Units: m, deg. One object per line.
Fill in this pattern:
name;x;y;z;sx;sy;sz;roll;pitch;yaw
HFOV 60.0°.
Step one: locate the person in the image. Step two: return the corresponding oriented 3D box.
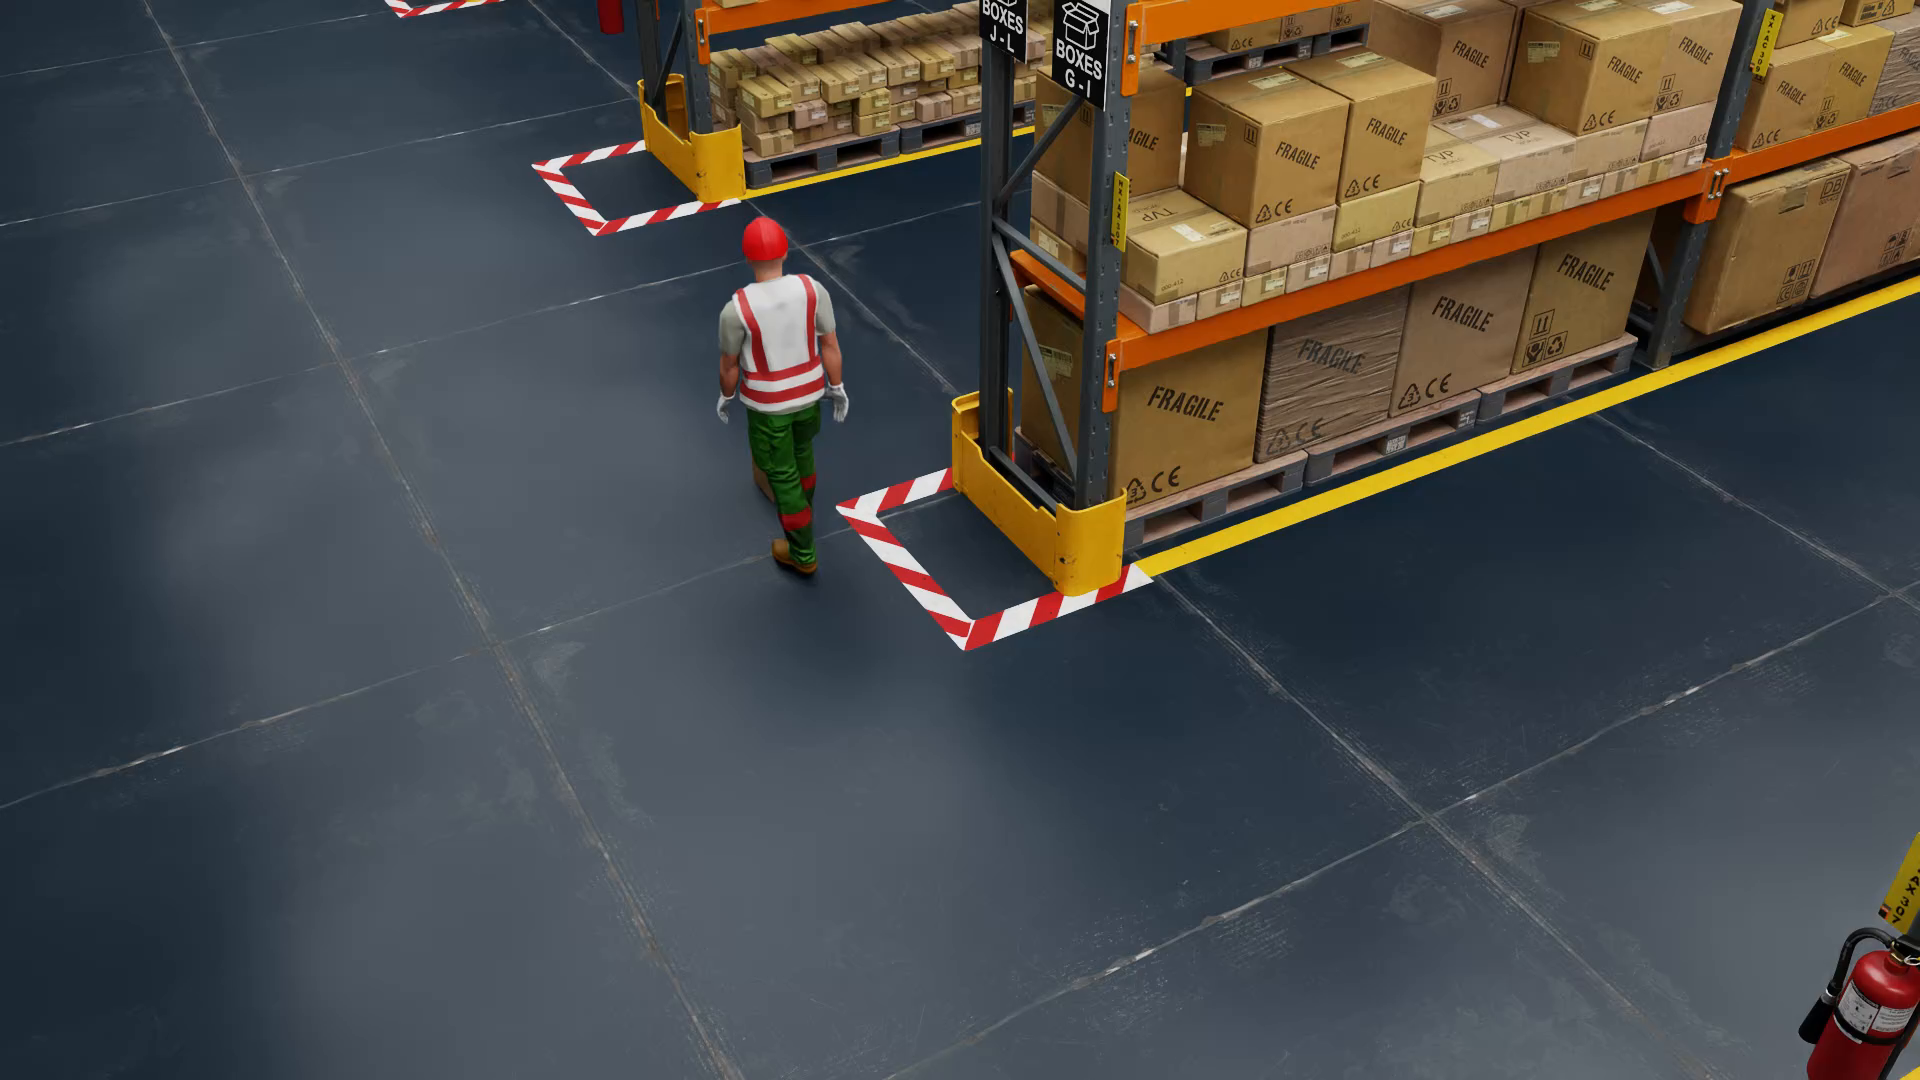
person;-0.882;-0.717;7.841;0.557;1.778;0.675;-21;41;-26
